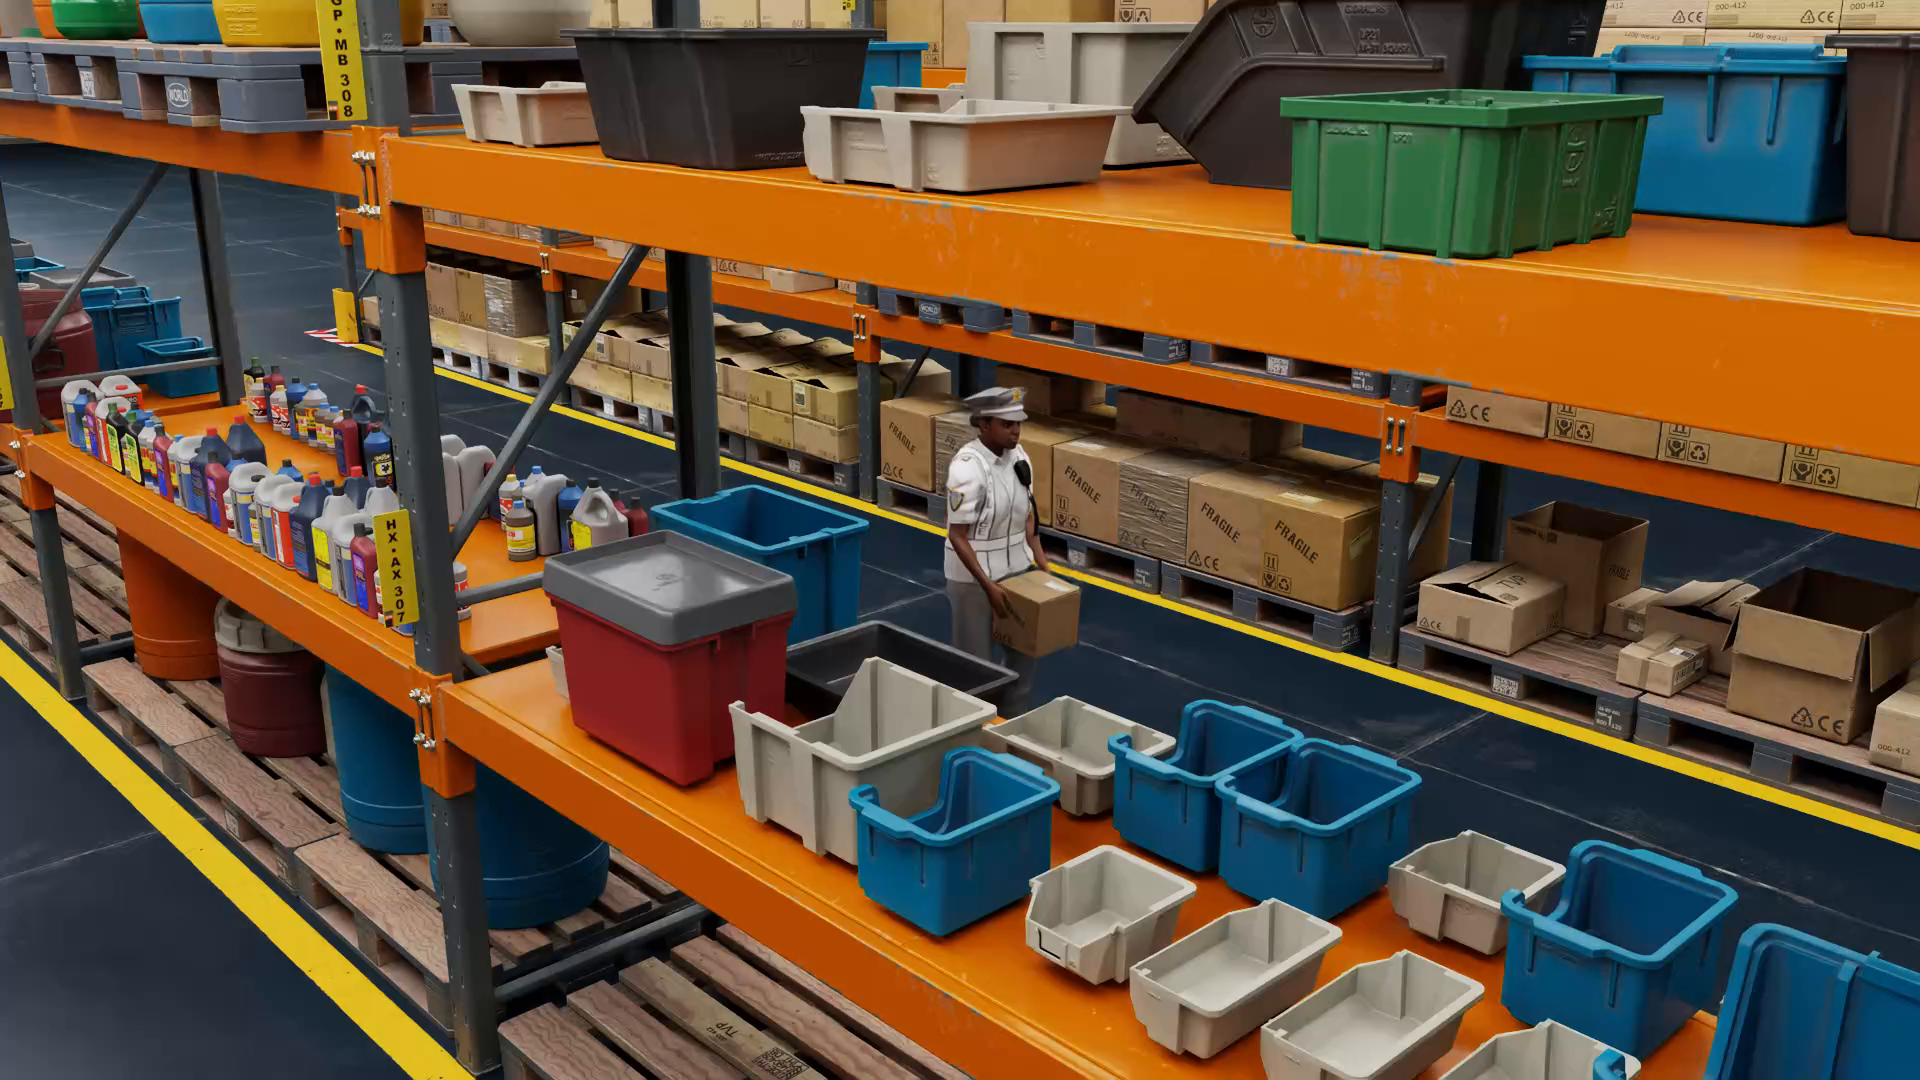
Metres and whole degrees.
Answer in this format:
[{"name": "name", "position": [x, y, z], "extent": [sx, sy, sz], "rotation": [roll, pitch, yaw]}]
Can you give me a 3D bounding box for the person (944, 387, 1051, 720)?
[{"name": "person", "position": [0.157, 0.178, 6.944], "extent": [0.481, 1.682, 0.421], "rotation": [-16, 24, -42]}]
